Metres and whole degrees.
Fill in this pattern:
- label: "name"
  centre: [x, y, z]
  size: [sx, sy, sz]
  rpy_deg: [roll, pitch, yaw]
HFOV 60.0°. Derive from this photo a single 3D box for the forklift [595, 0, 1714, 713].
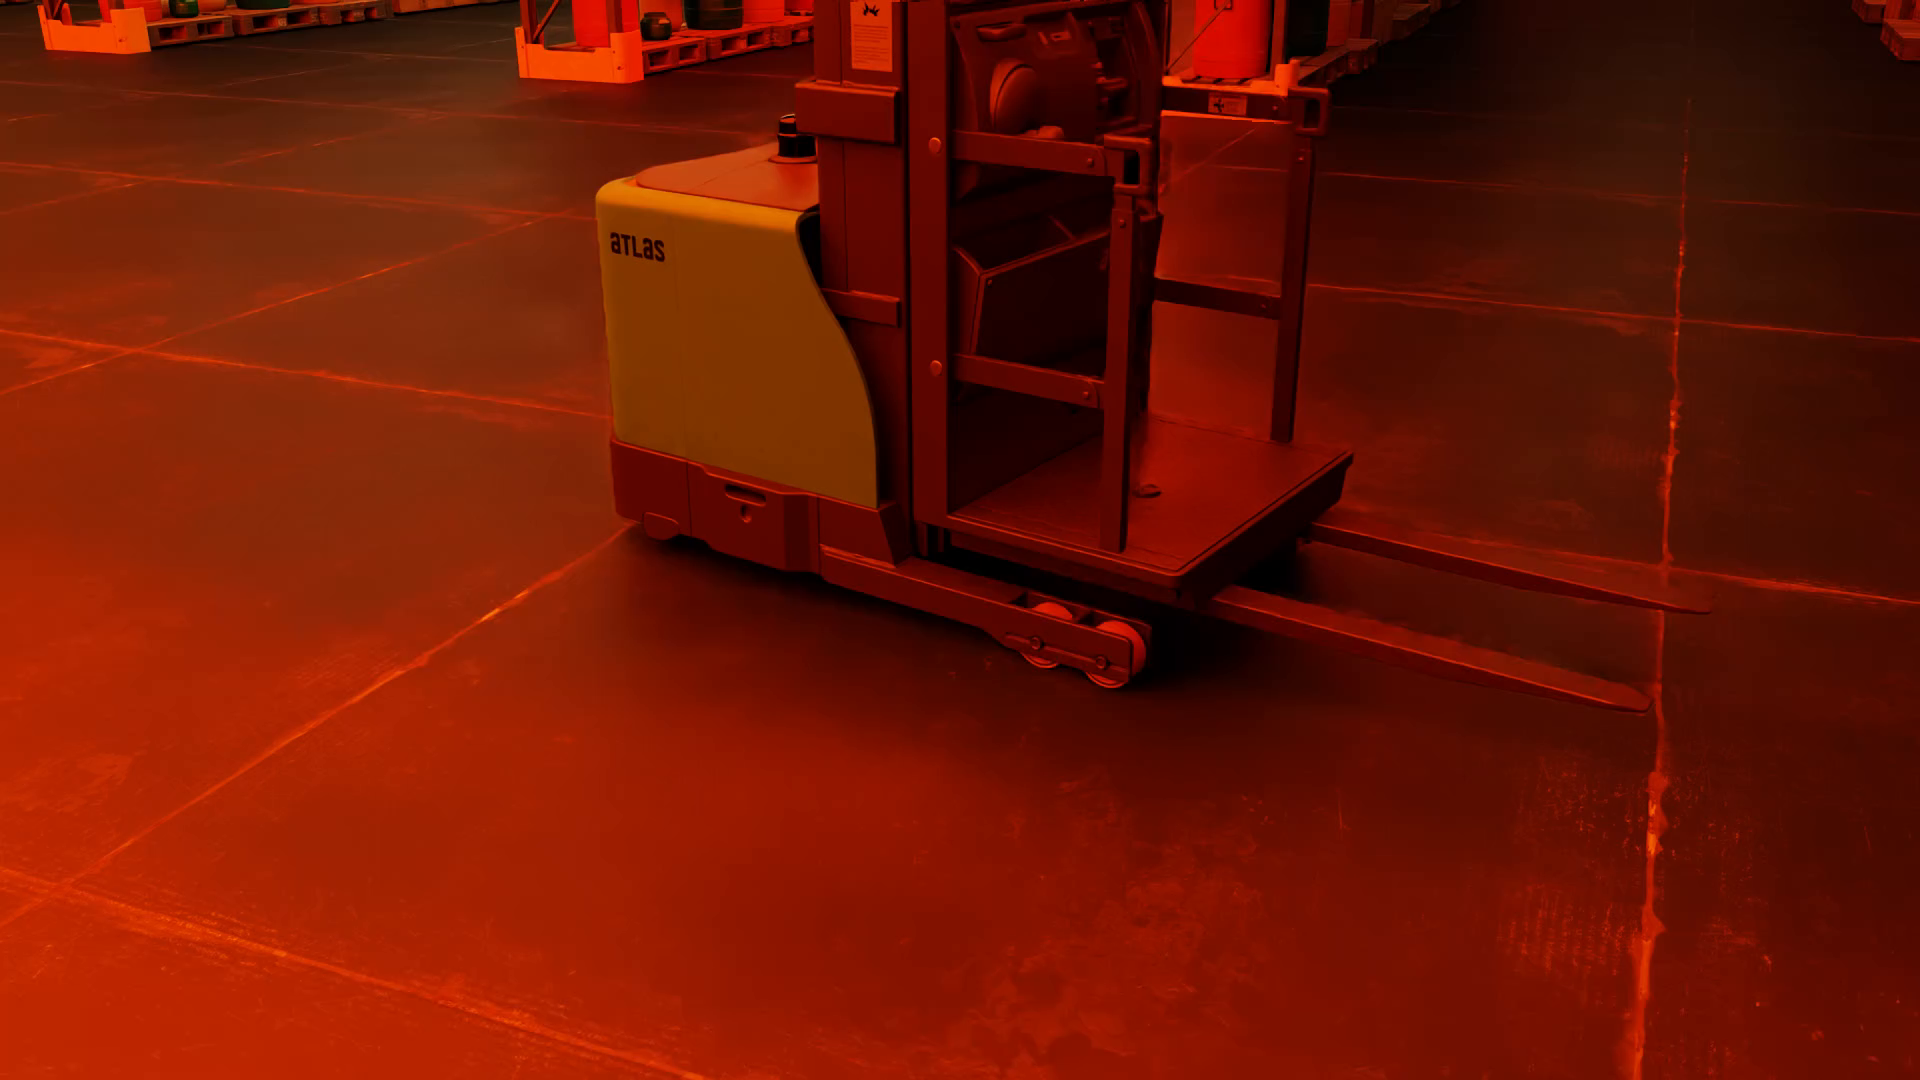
- label: "forklift"
  centre: [0.439, -1.211, 4.190]
  size: [3.031, 2.935, 1.130]
  rpy_deg: [15, 27, 32]
